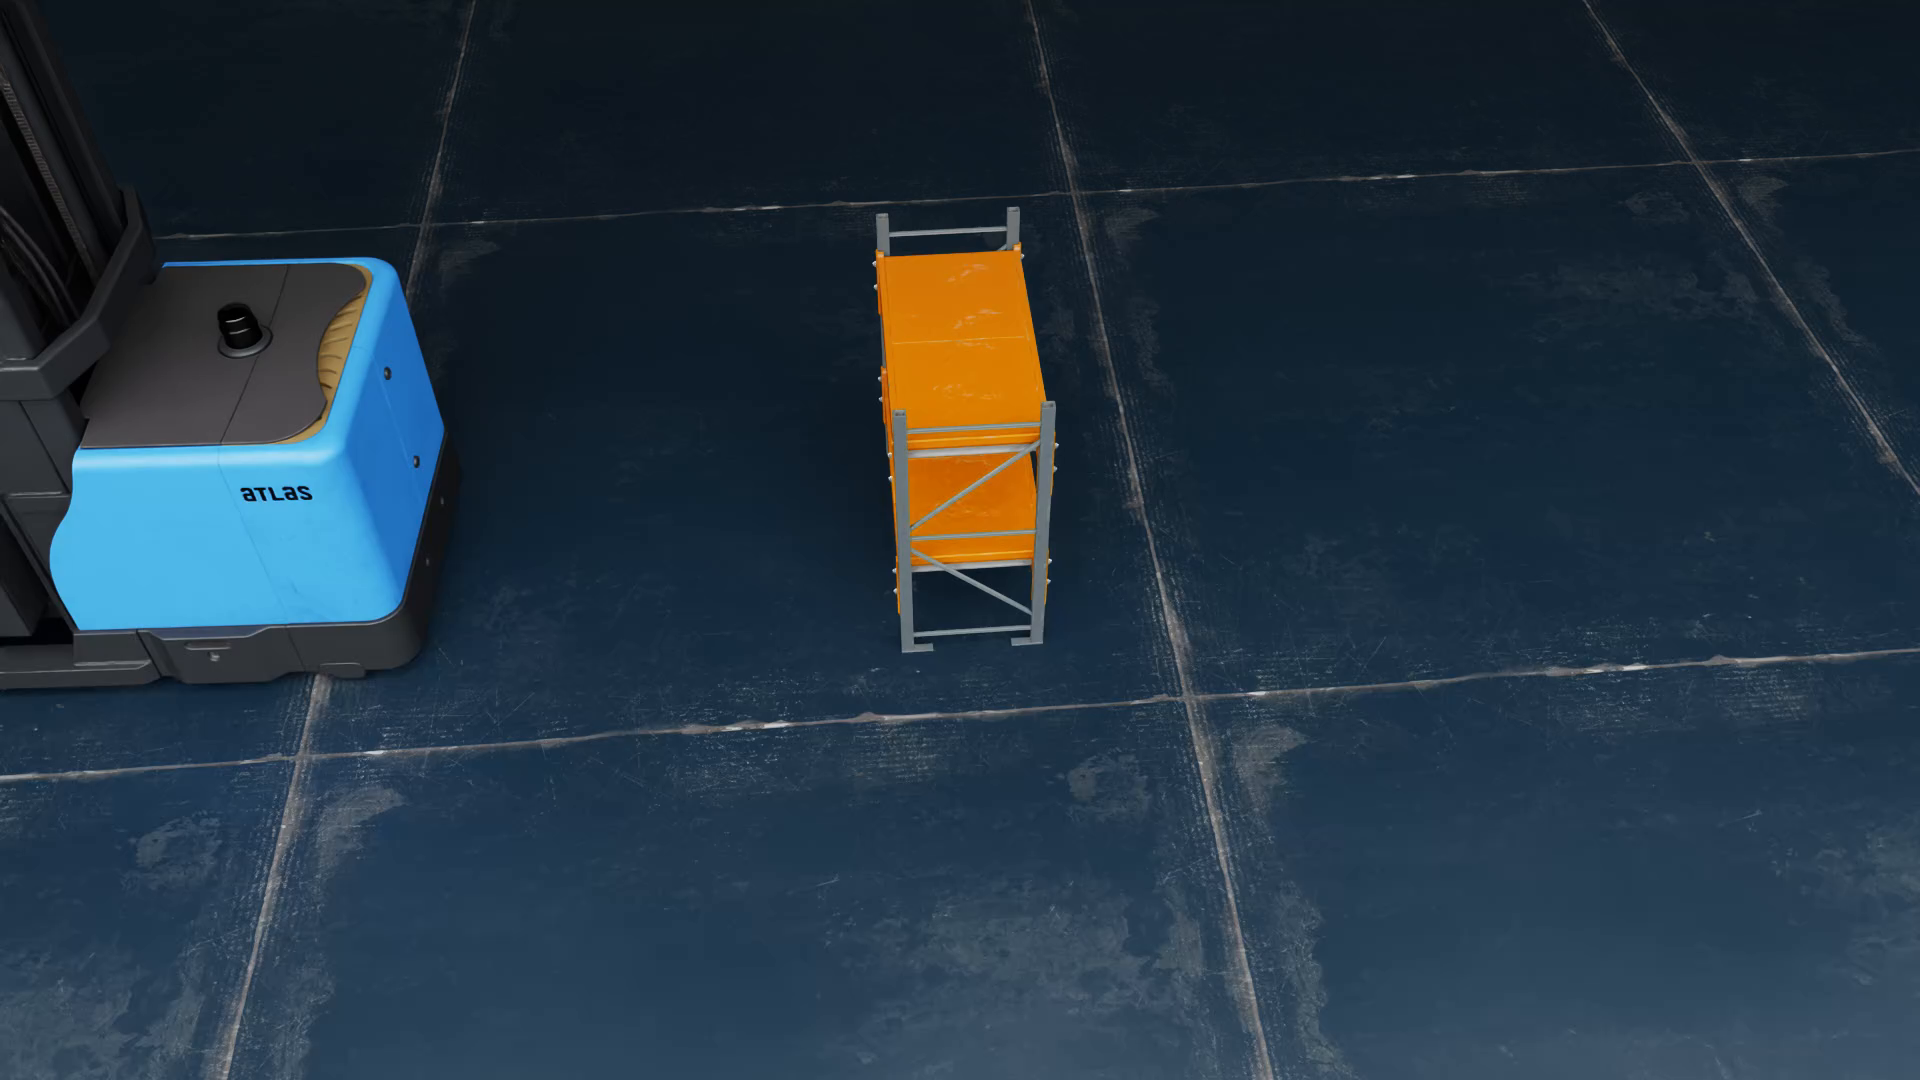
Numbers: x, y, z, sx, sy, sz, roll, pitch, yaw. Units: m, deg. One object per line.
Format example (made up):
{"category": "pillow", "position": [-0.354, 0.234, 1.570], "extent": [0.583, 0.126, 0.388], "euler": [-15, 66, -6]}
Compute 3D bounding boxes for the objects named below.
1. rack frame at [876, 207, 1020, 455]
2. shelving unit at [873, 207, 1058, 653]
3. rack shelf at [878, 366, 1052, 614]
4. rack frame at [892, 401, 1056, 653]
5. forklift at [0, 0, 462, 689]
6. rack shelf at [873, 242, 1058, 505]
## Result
{"category": "rack frame", "position": [-0.042, -0.750, 6.185], "extent": [0.500, 1.125, 0.032], "euler": [-3, 47, -3]}
{"category": "shelving unit", "position": [0.001, -0.382, 5.837], "extent": [0.538, 1.125, 1.048], "euler": [-3, 47, -3]}
{"category": "rack shelf", "position": [0.001, -0.214, 6.014], "extent": [0.538, 0.278, 1.000], "euler": [-3, 47, -3]}
{"category": "rack frame", "position": [0.043, -0.014, 5.489], "extent": [0.500, 1.125, 0.032], "euler": [-3, 47, -3]}
{"category": "forklift", "position": [-3.407, -0.851, 5.037], "extent": [3.031, 2.935, 1.130], "euler": [-2, 47, -2]}
{"category": "rack shelf", "position": [0.001, -0.583, 5.624], "extent": [0.538, 0.278, 1.000], "euler": [-3, 47, -3]}
